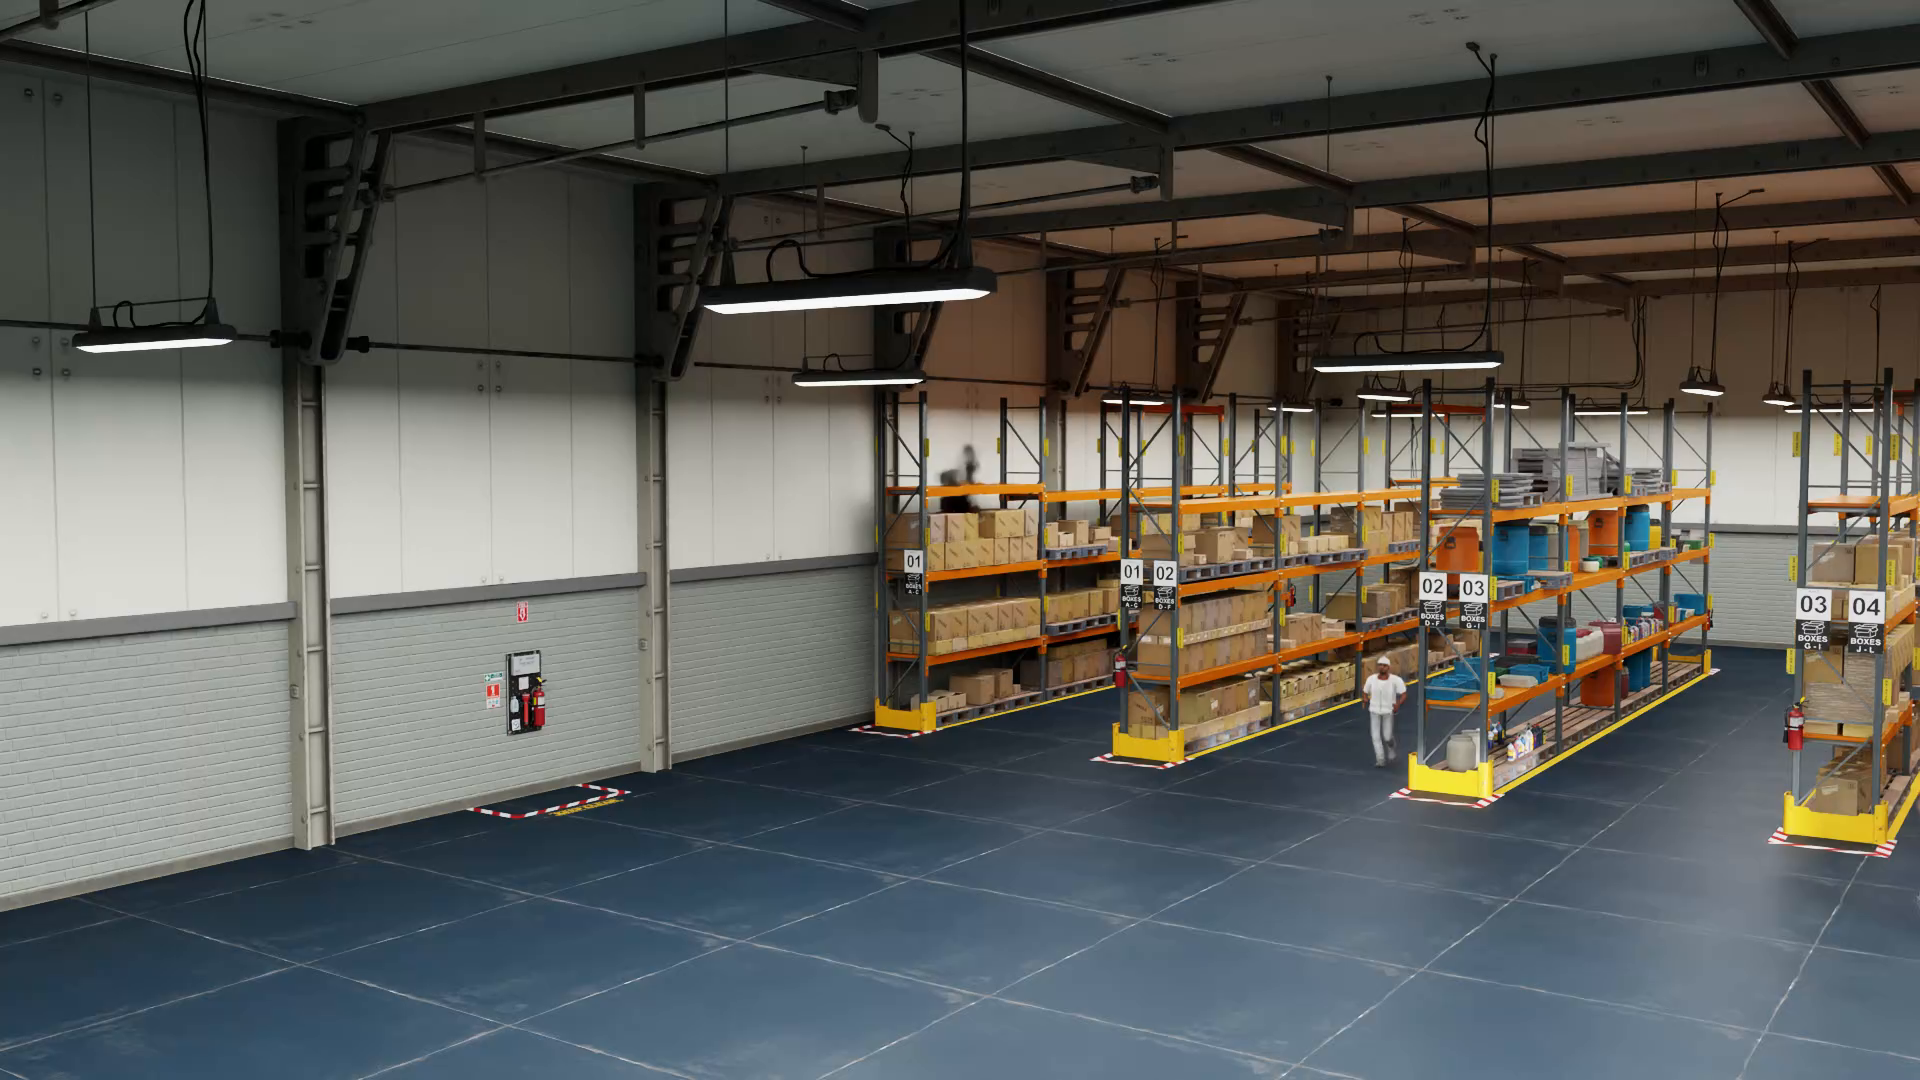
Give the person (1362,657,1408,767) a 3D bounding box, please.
[{"bbox_3d":[6.634,2.693,26.088,0.696,1.718,0.605,2,4,28],"label":"person"}]
